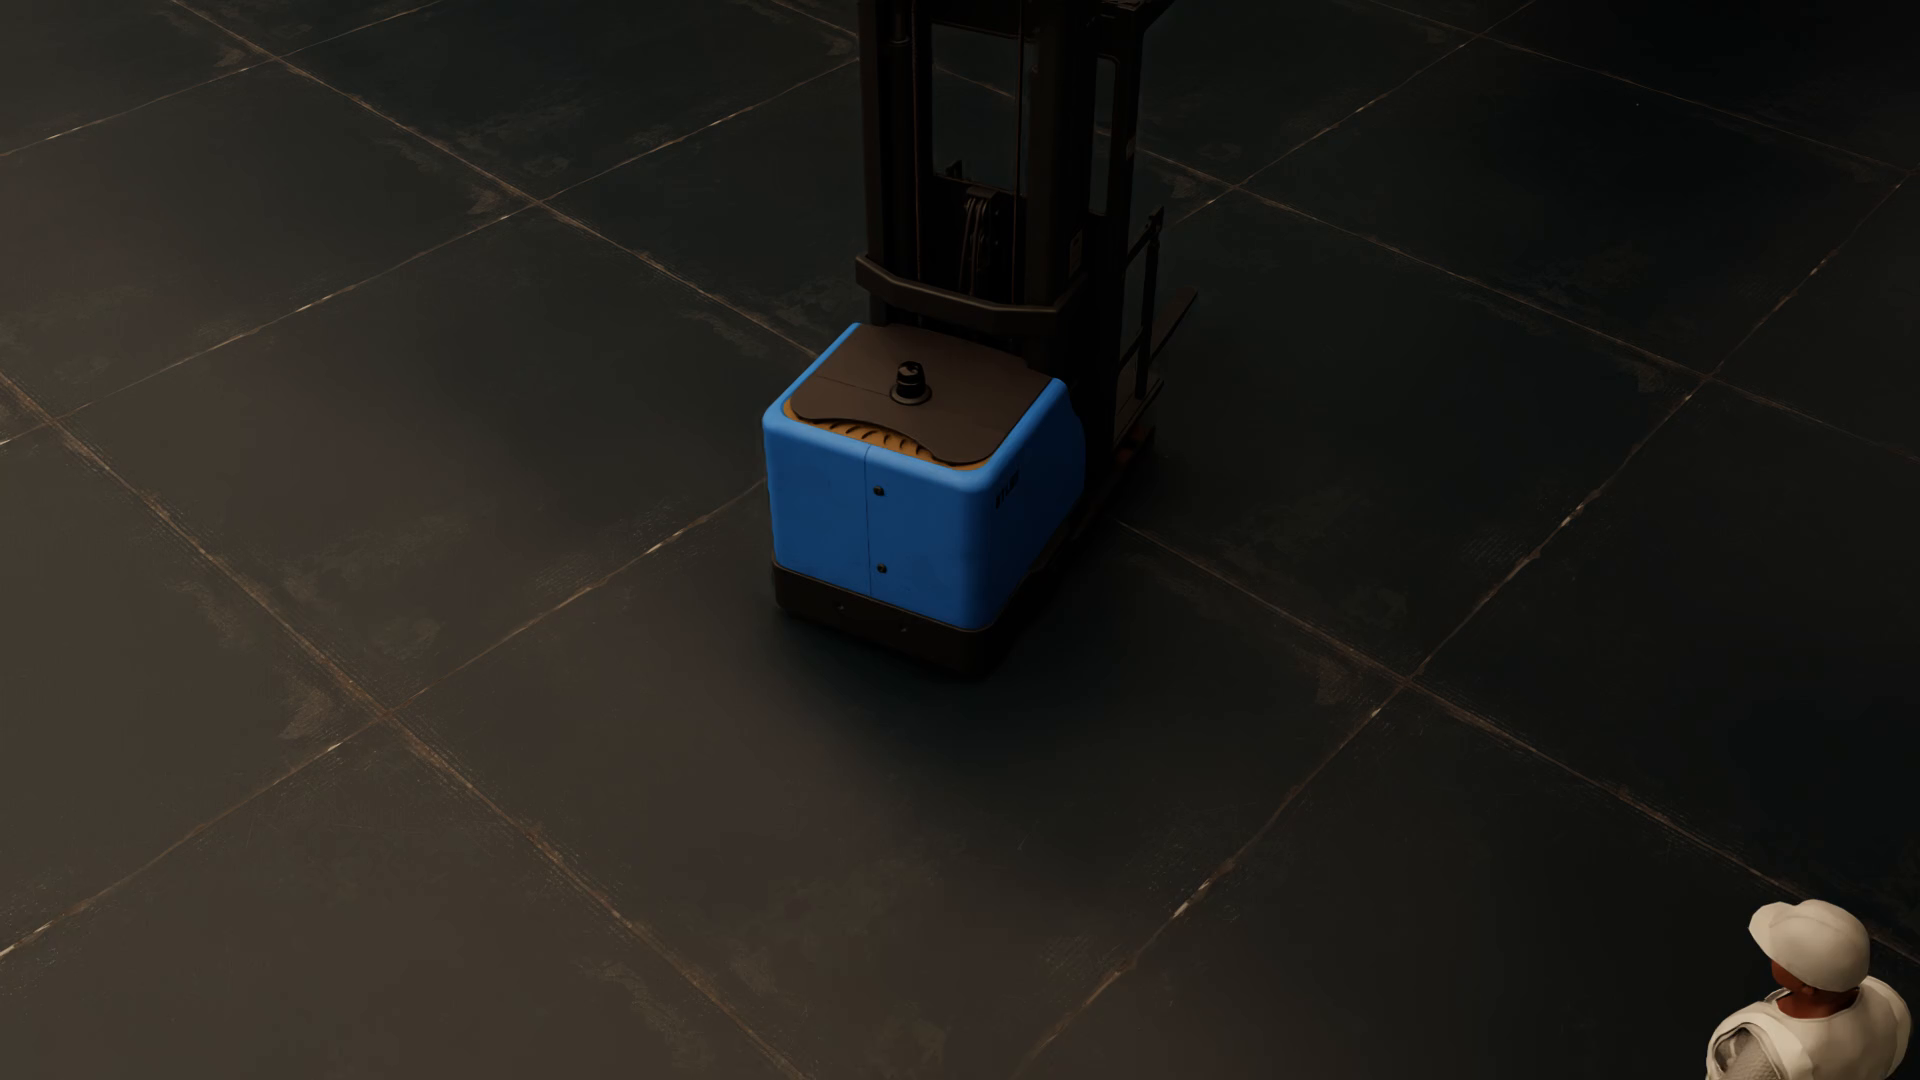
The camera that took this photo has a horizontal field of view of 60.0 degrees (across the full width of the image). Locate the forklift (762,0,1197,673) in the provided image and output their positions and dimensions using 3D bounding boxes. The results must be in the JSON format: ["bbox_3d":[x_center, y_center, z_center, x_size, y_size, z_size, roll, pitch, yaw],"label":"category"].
[{"bbox_3d":[0.299,-1.512,7.191,1.130,2.935,3.031,18,44,20],"label":"forklift"}]

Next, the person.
[{"bbox_3d":[2.093,1.589,4.481,0.811,1.755,0.417,-21,45,-22],"label":"person"}]
